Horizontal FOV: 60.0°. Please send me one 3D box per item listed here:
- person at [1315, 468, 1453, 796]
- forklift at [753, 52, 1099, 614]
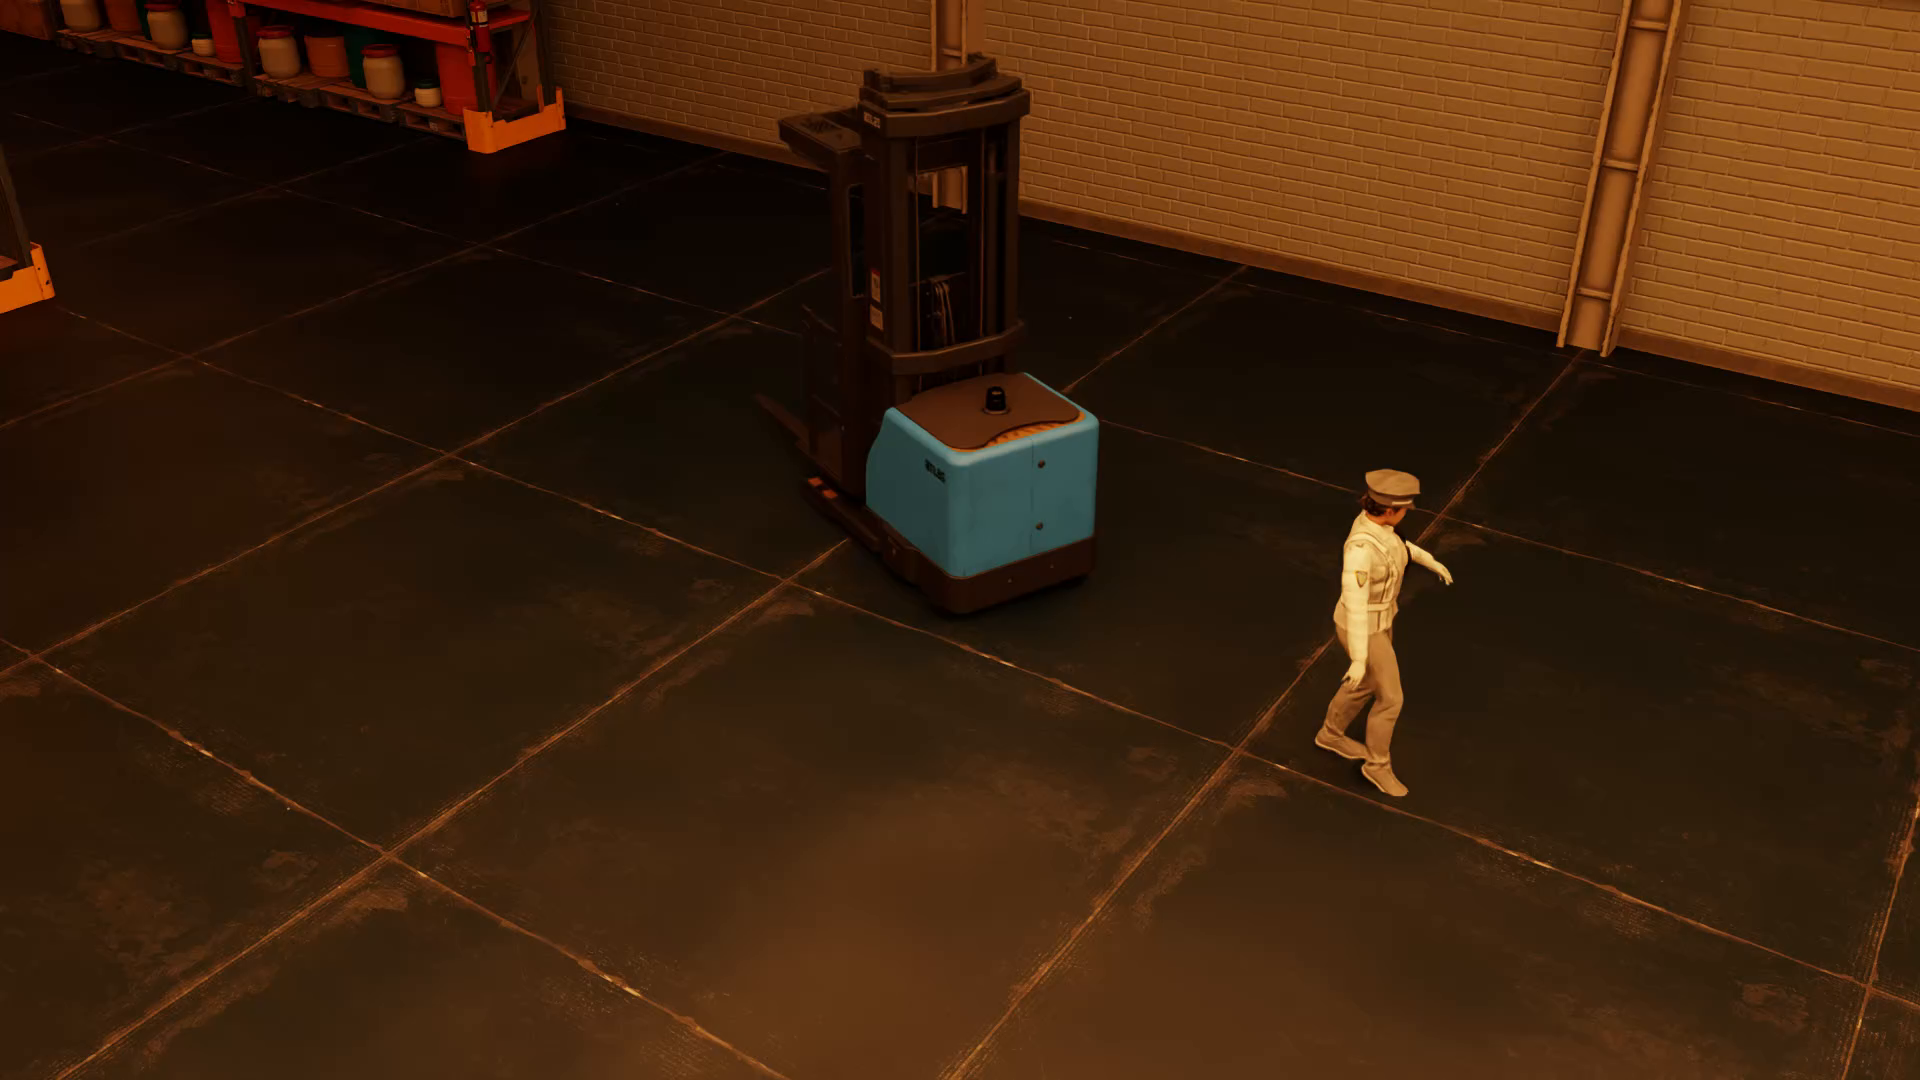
[{"bbox_3d":[2.070,0.463,8.125,0.546,1.696,0.900,13,33,21],"label":"person"},{"bbox_3d":[-0.386,-1.542,10.236,1.130,2.935,3.031,-17,34,-27],"label":"forklift"}]
